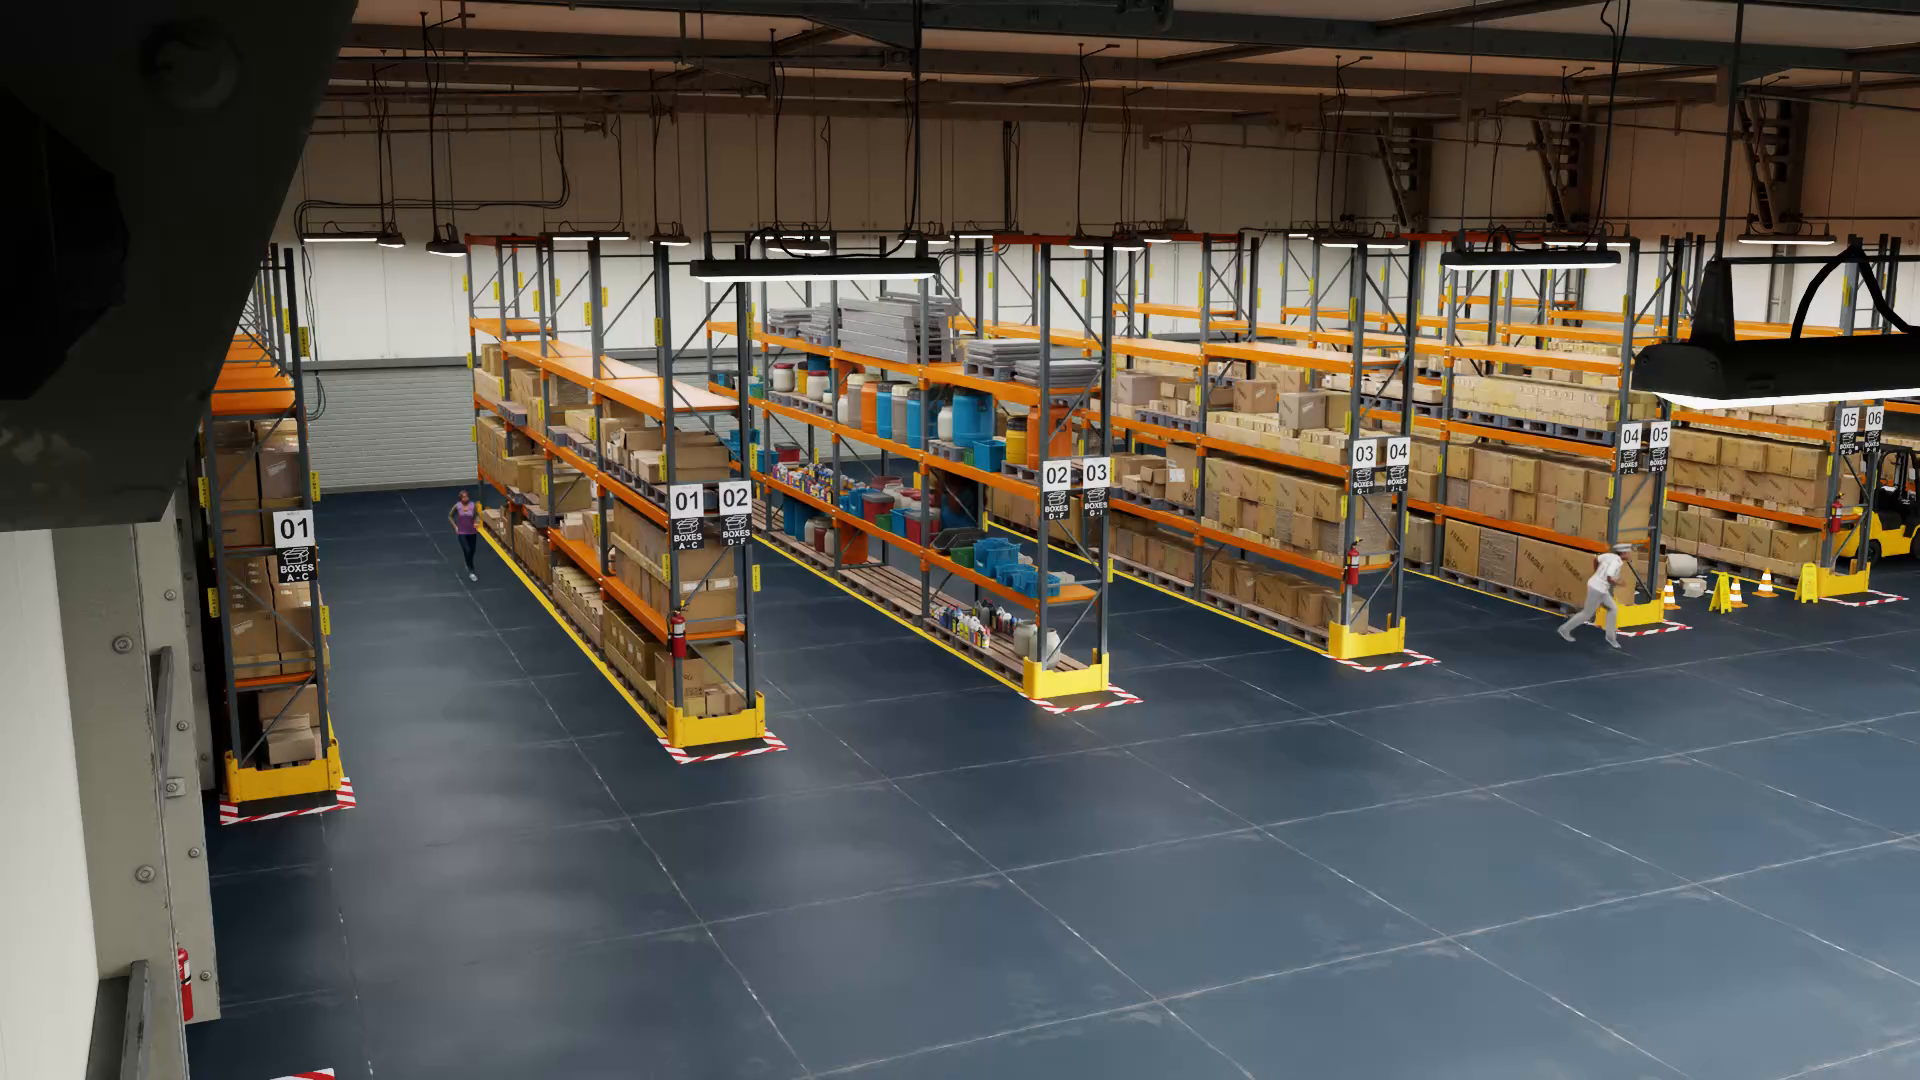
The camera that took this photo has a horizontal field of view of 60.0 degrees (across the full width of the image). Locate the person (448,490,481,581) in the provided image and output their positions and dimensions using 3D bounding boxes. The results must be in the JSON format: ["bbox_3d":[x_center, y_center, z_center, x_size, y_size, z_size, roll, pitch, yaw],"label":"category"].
[{"bbox_3d":[-8.778,-0.109,29.527,0.548,1.590,0.757,-5,12,-26],"label":"person"}]

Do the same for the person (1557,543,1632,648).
[{"bbox_3d":[9.483,0.827,24.875,0.984,1.623,0.618,2,11,10],"label":"person"}]

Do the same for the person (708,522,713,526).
[{"bbox_3d":[-4.492,0.003,28.661,0.570,1.563,0.607,-7,13,-32],"label":"person"}]

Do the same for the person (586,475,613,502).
[{"bbox_3d":[-7.411,-1.086,34.193,0.711,1.765,0.880,-6,13,-30],"label":"person"}]
